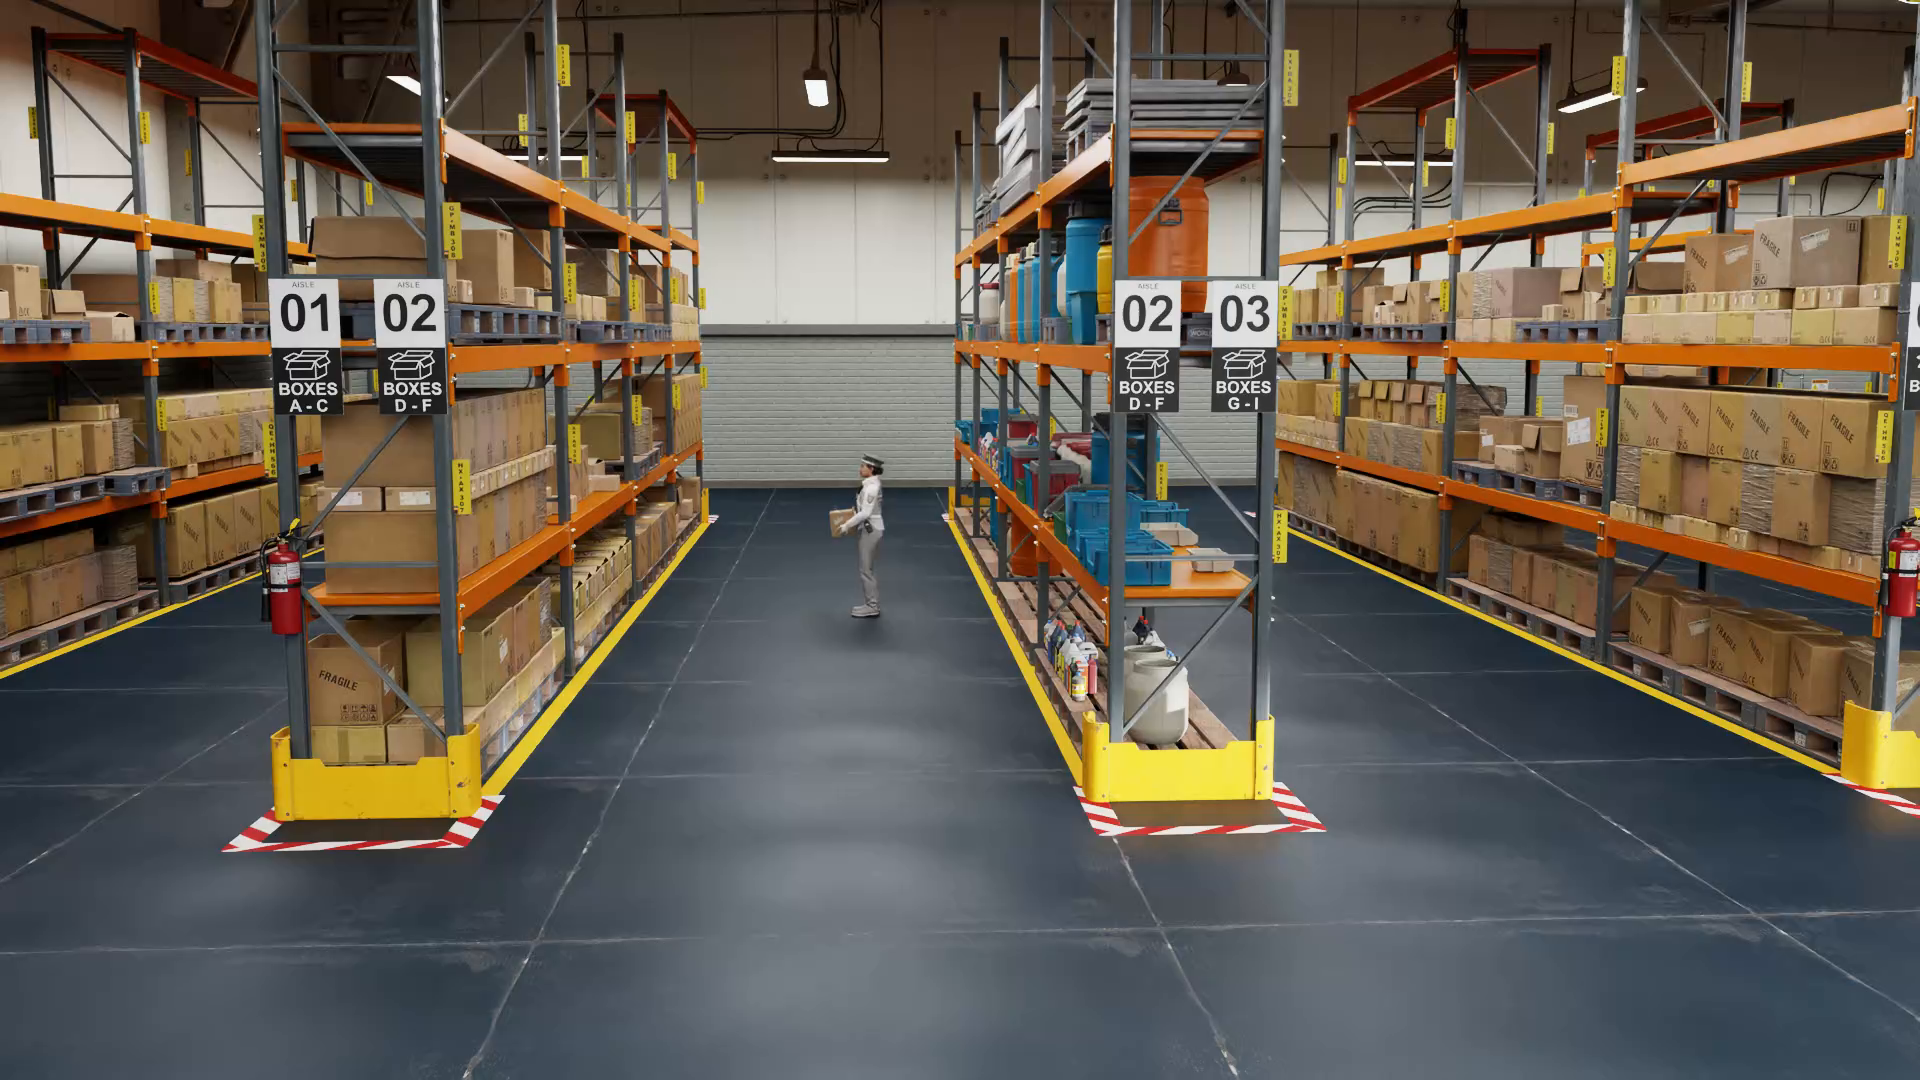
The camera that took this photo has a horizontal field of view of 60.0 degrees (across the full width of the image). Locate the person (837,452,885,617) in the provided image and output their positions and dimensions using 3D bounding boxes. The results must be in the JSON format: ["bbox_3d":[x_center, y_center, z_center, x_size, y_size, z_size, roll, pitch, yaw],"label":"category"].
[{"bbox_3d":[-1.018,-0.067,17.164,0.504,1.692,0.485,-1,7,-4],"label":"person"}]
